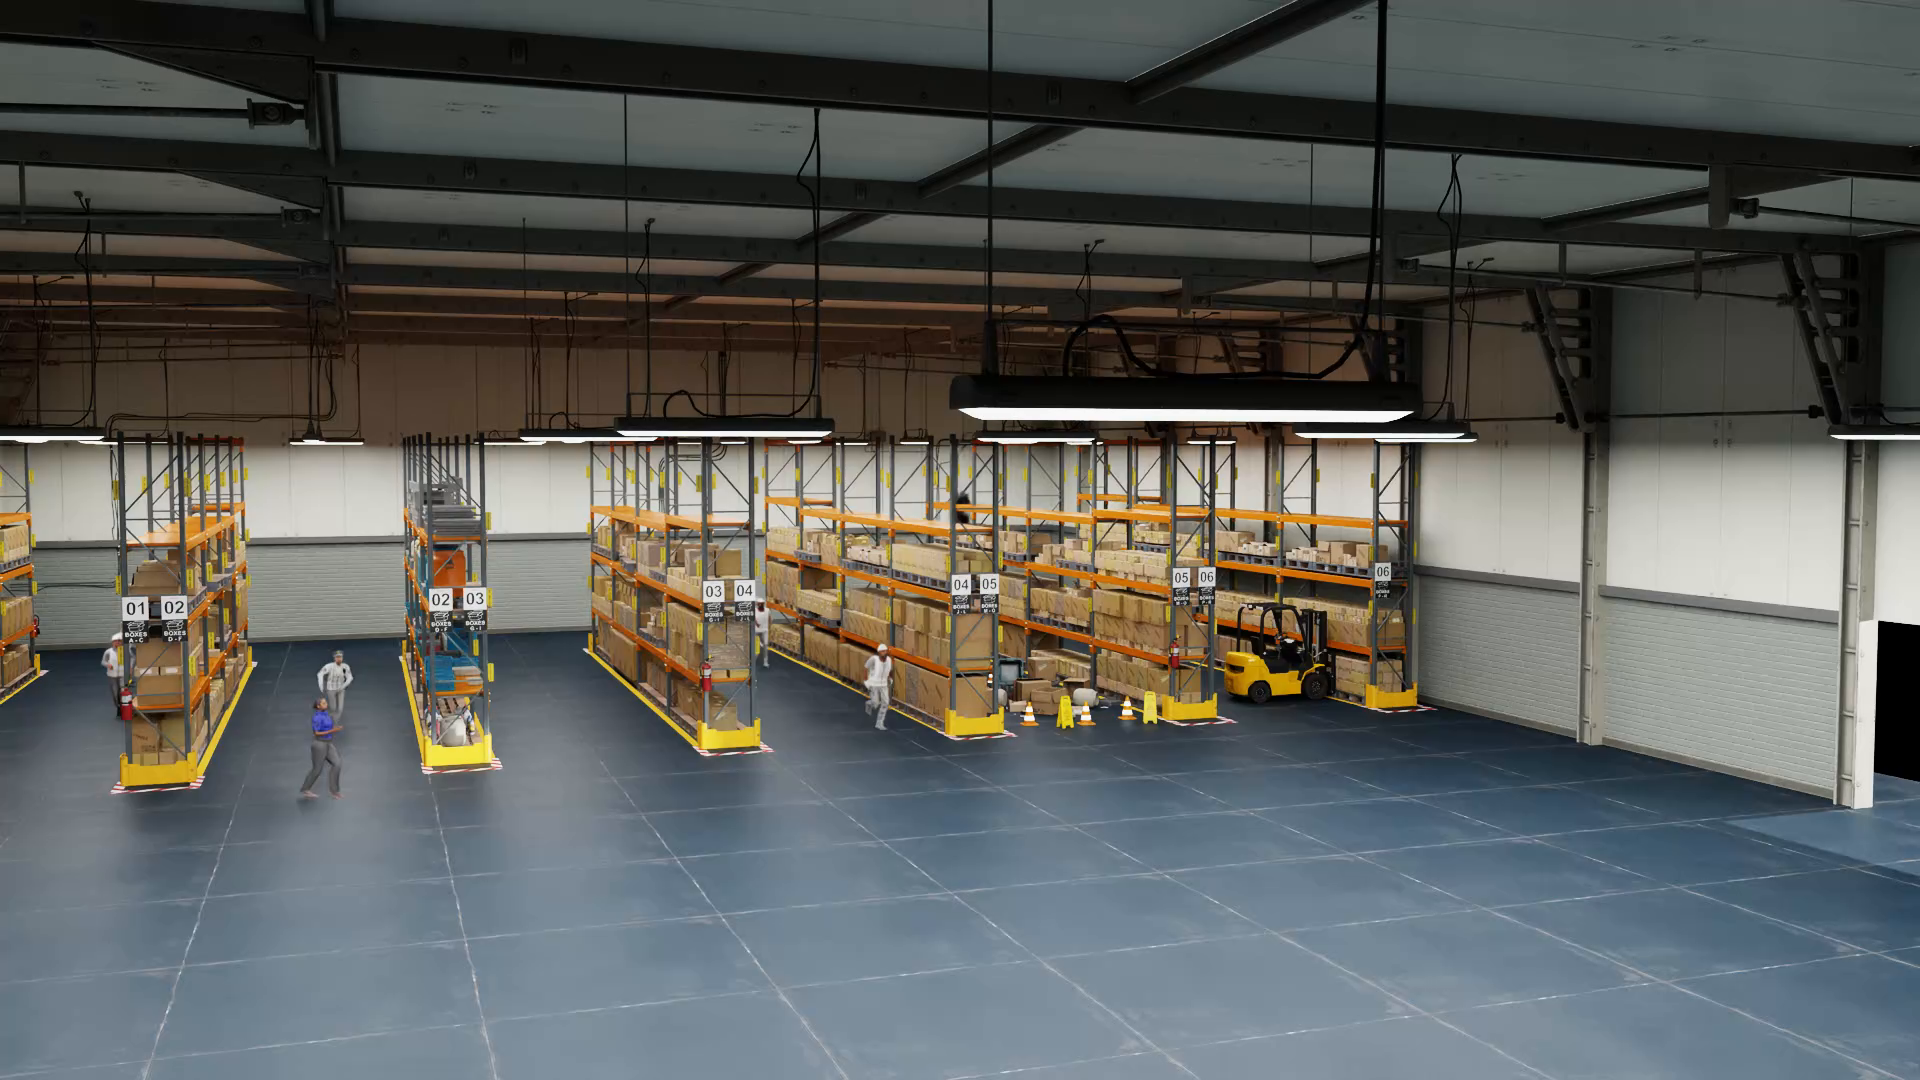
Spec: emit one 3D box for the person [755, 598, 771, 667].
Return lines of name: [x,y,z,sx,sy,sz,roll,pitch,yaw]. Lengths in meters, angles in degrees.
person: [-5.289,2.418,43.894,0.663,1.772,1.146,-1,3,-15]

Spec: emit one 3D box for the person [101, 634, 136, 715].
person: [-17.844,2.893,35.258,0.643,1.794,0.737,-1,3,-23]

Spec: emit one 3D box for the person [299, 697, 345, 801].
person: [-10.348,3.397,26.969,0.728,1.713,0.559,0,3,5]

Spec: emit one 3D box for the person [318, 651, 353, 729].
person: [-12.652,3.051,33.722,0.653,1.650,0.641,-2,4,-29]

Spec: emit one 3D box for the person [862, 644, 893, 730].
person: [-1.689,2.987,34.056,0.699,1.745,0.786,-2,4,-30]
